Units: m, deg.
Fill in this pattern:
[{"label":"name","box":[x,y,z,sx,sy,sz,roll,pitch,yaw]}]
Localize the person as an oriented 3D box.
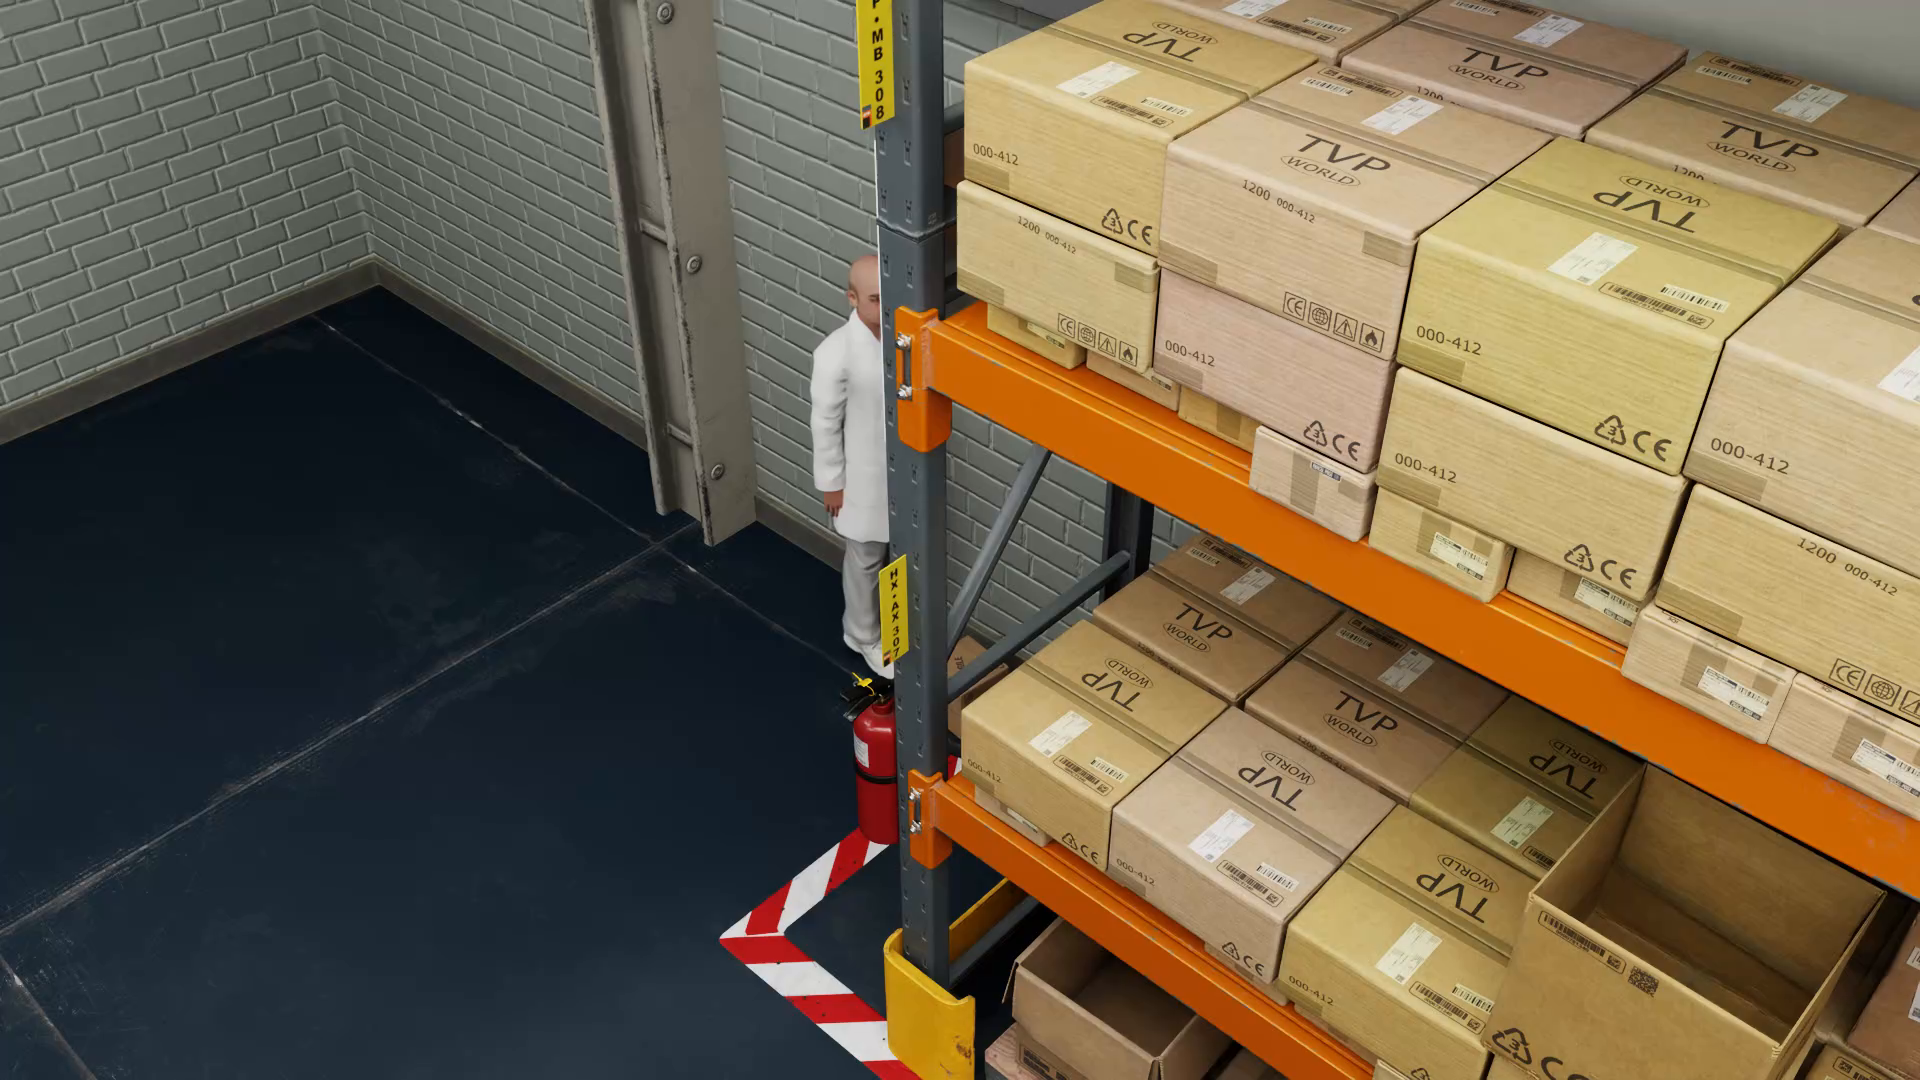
[{"label":"person","box":[-0.269,-0.288,6.489,0.433,1.786,0.625,30,47,32]}]
